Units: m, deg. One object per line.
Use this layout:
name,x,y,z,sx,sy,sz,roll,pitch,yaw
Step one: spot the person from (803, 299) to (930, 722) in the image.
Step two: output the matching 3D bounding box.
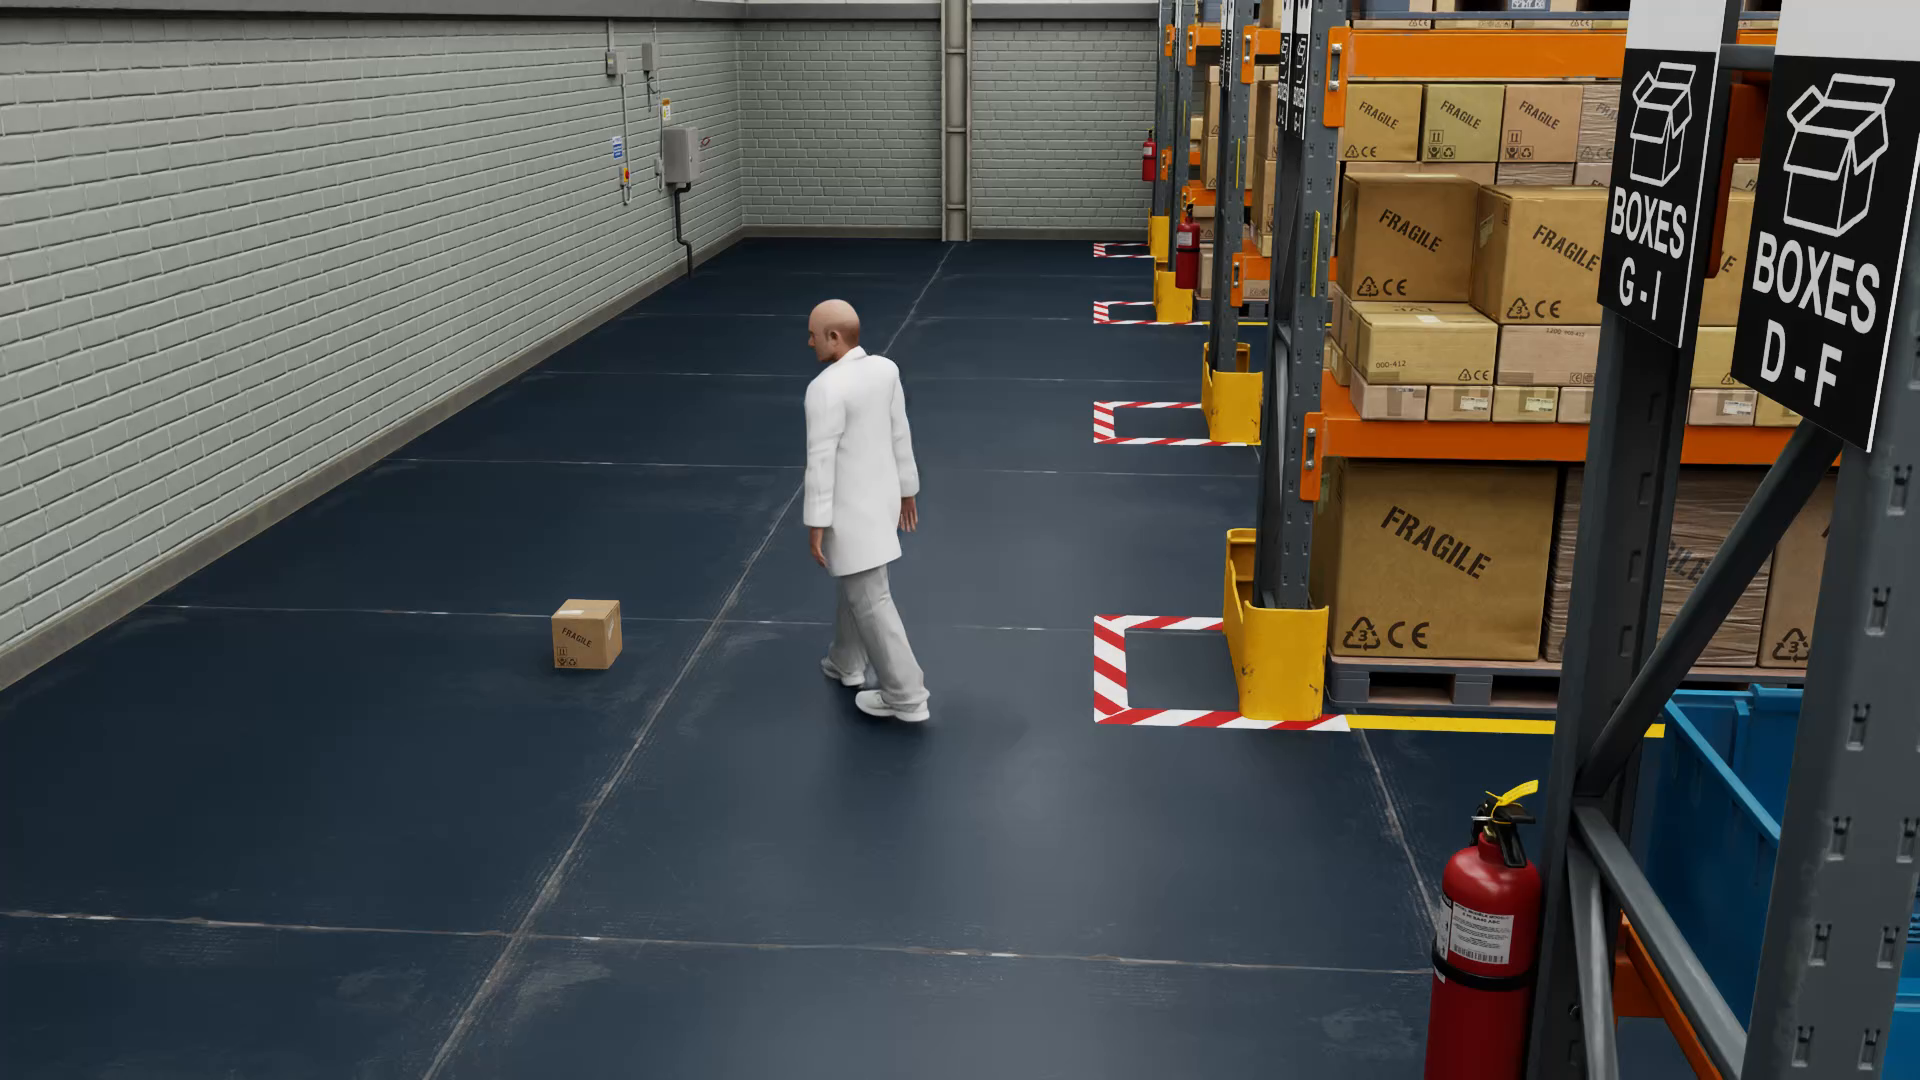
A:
person,-0.440,-0.124,6.974,0.803,1.775,0.670,10,20,30
